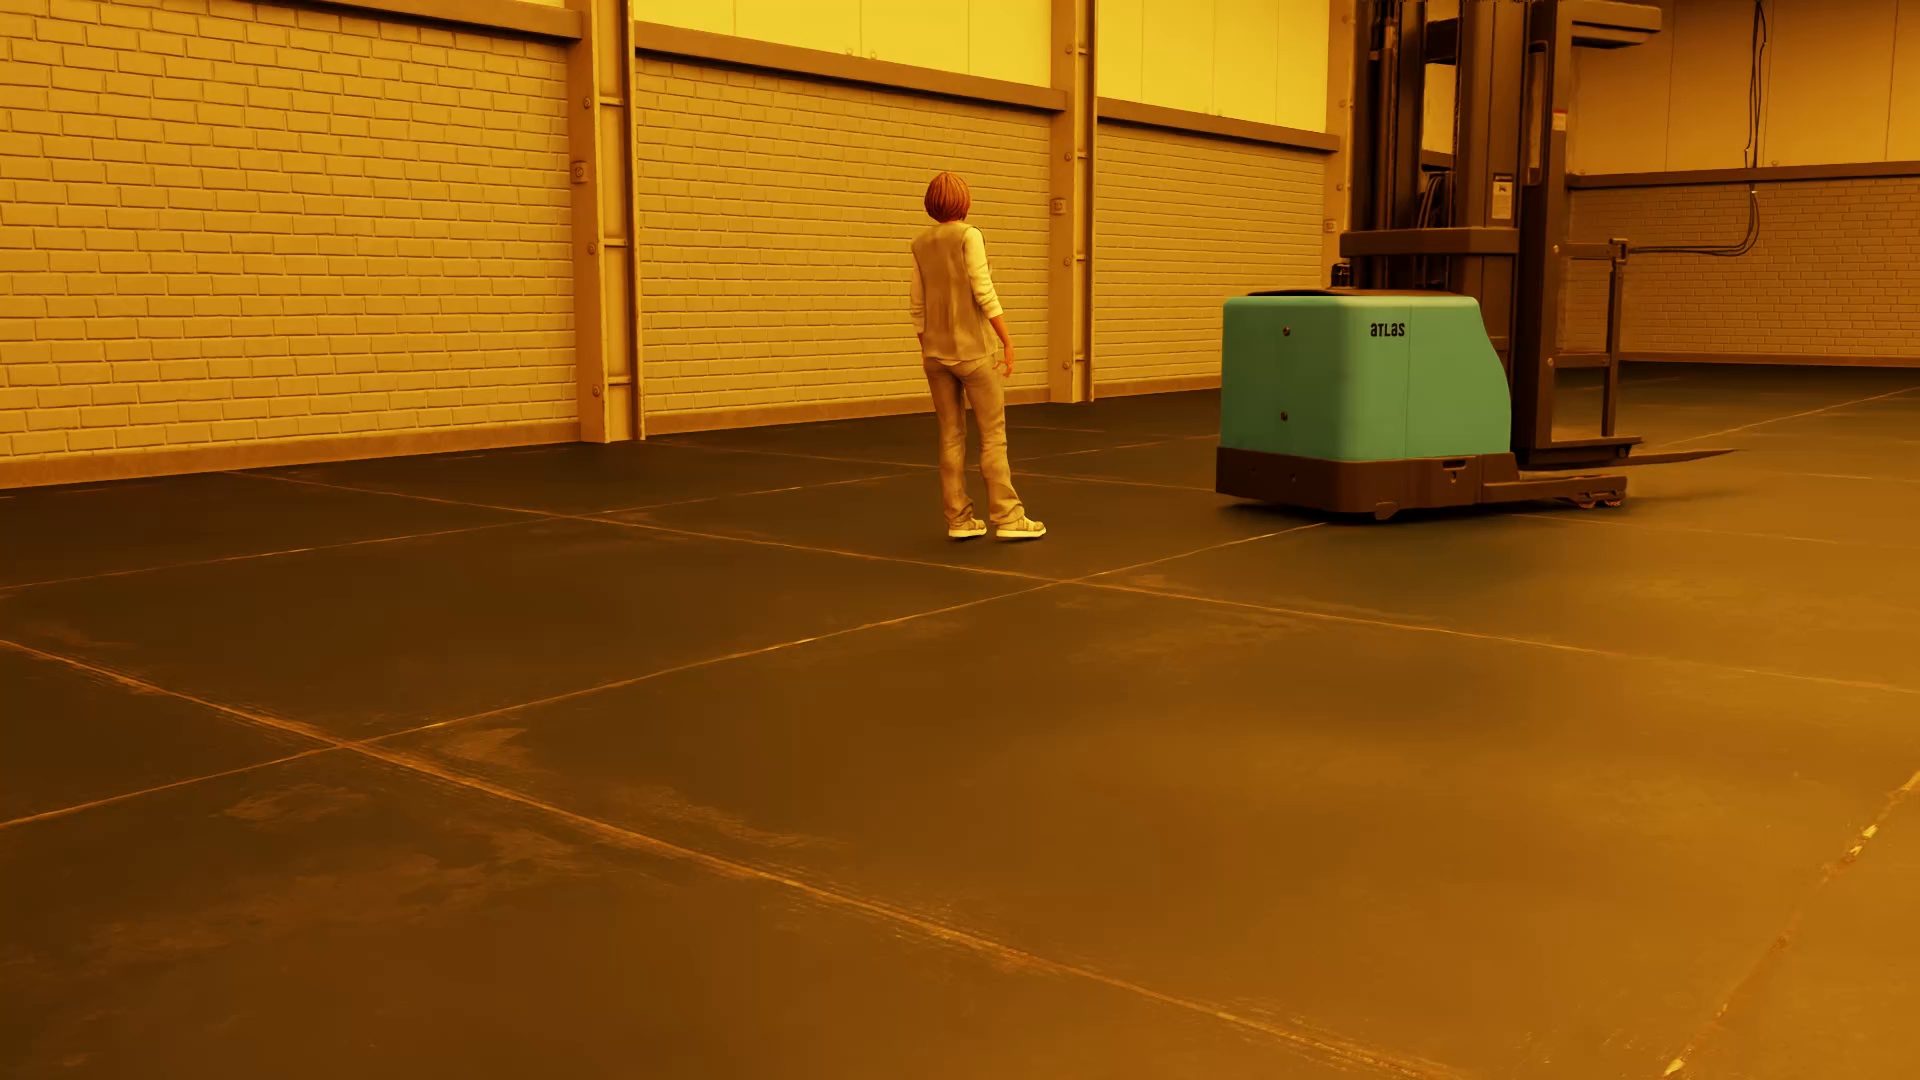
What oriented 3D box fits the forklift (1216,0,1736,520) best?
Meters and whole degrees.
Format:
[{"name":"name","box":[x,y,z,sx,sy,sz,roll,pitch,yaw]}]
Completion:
[{"name":"forklift","box":[2.864,-1.671,8.701,3.031,2.935,1.130,-5,9,-29]}]

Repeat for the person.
[{"name":"person","box":[0.058,-0.804,7.337,0.521,1.599,0.473,7,11,38]}]
